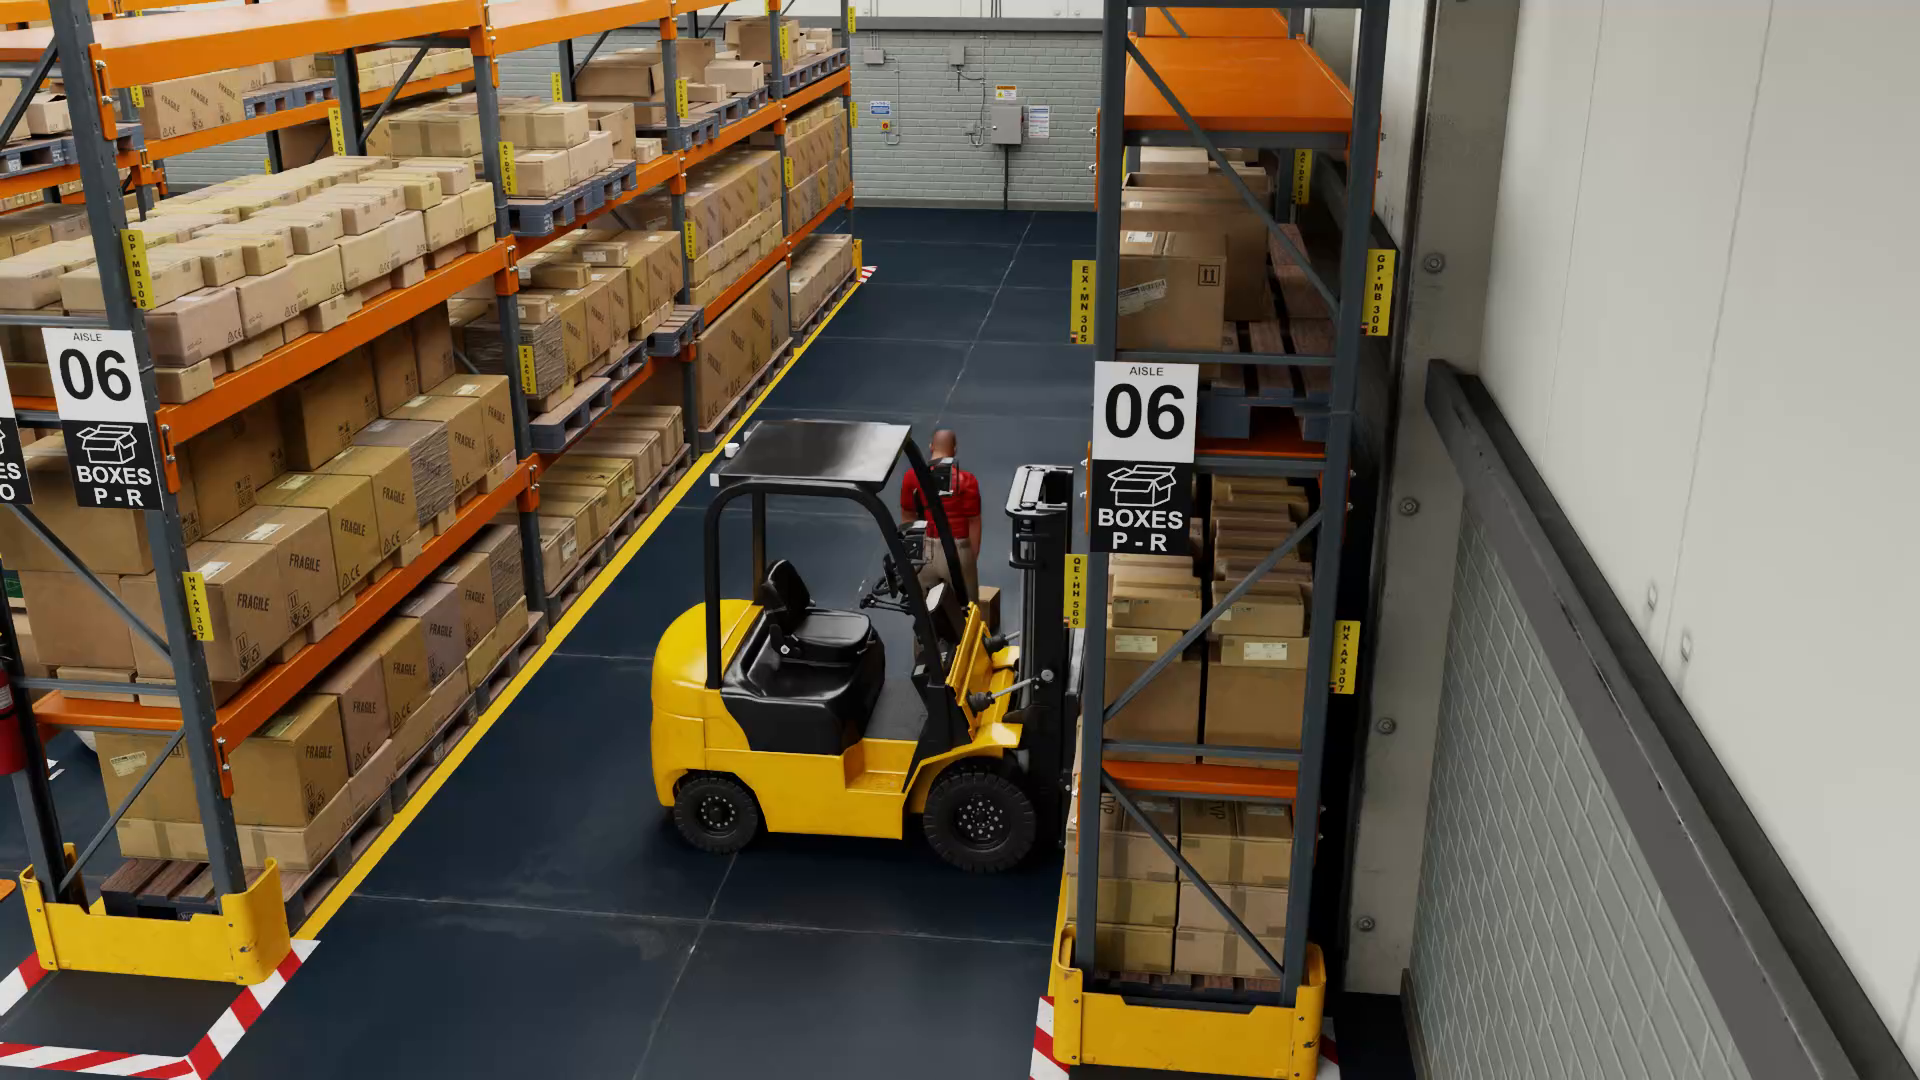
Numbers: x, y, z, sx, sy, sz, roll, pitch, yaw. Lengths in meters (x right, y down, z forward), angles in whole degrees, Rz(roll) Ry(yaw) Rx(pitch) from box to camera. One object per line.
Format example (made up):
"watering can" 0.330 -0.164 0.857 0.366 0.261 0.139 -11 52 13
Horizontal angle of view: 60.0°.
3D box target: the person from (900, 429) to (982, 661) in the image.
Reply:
"person" -0.119 0.115 10.865 0.547 1.699 0.383 7 22 17
